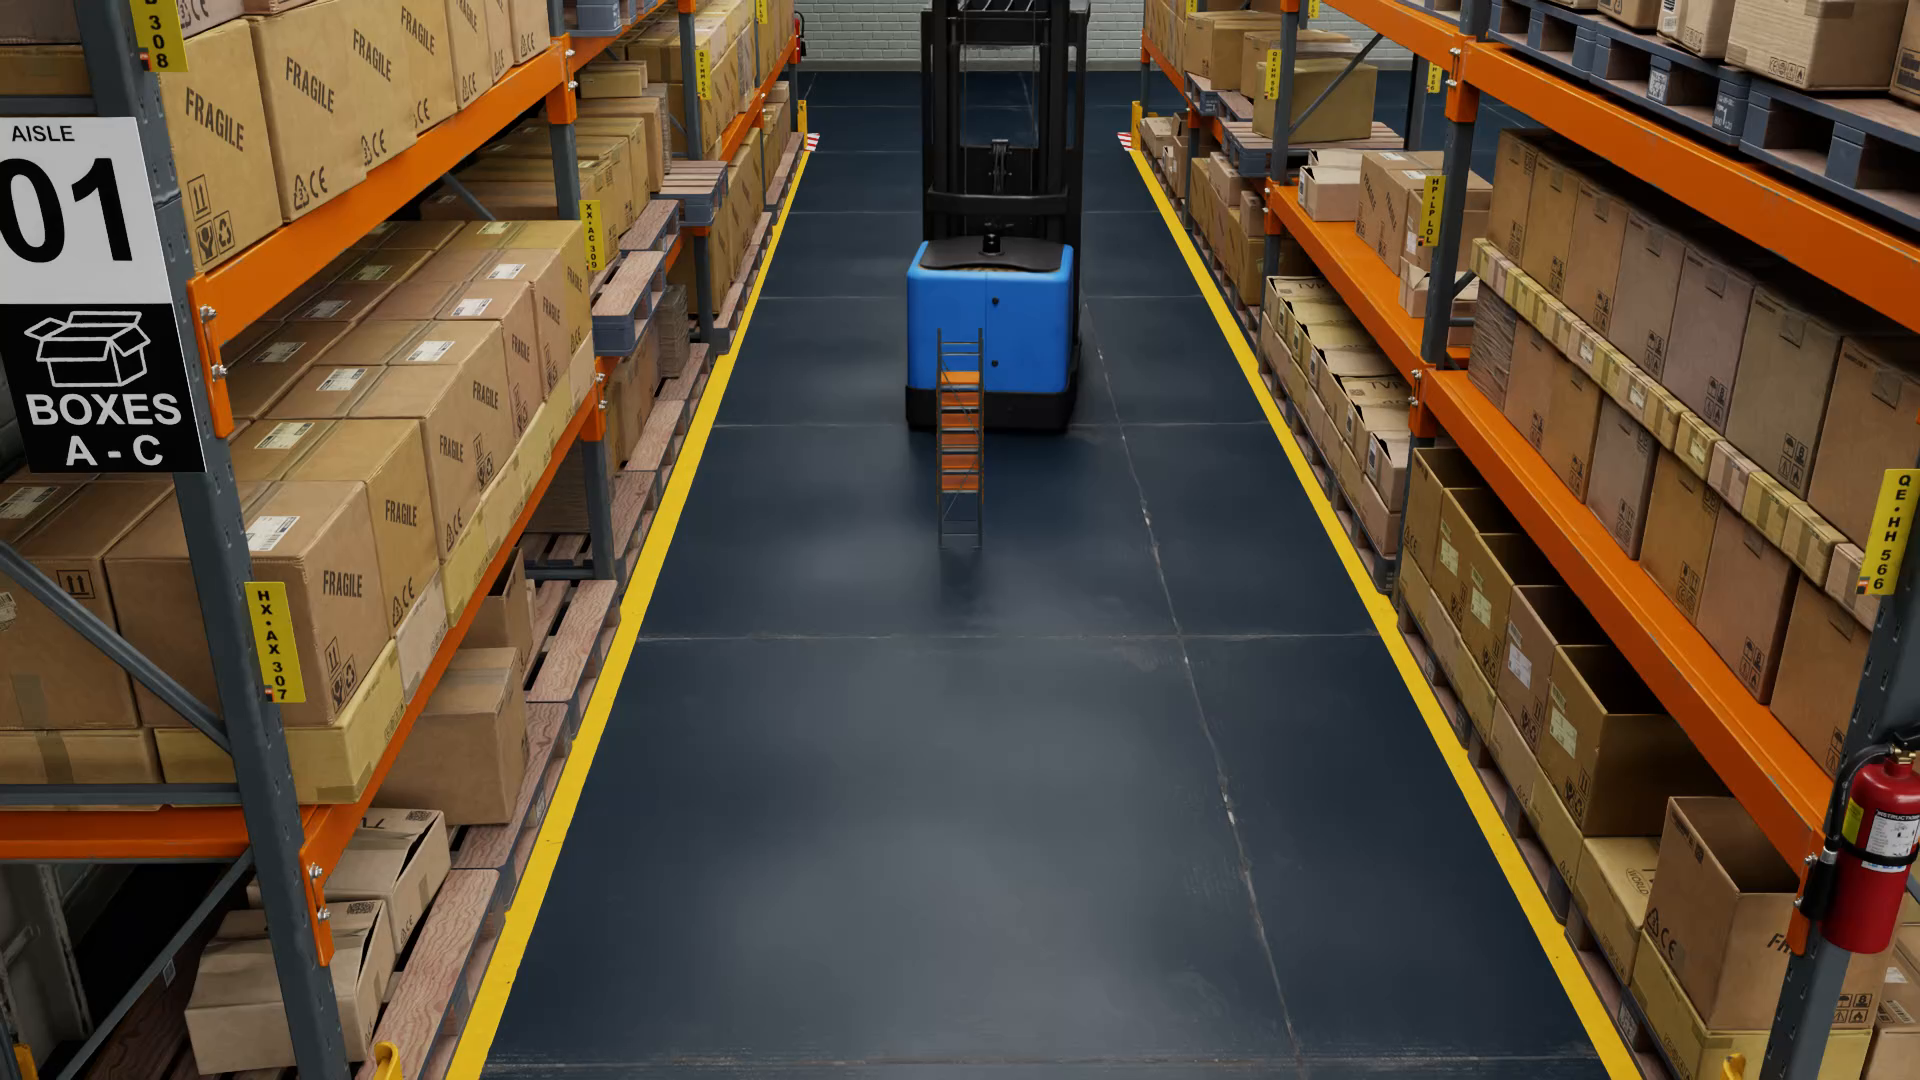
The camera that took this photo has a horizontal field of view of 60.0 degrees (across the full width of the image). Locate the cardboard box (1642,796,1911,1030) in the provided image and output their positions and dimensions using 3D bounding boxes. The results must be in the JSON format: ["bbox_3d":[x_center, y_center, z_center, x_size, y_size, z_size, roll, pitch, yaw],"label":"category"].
[{"bbox_3d":[2.454,1.122,5.046,0.500,0.500,0.500,0,24,-1],"label":"cardboard box"}]

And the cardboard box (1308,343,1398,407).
[{"bbox_3d":[2.406,-1.013,9.996,0.500,0.311,0.500,-1,24,-1],"label":"cardboard box"}]

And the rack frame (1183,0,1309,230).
[{"bbox_3d":[2.626,-4.323,15.168,1.000,3.000,0.127,0,24,-1],"label":"rack frame"}]

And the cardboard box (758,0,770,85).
[{"bbox_3d":[-2.317,-4.659,15.548,0.980,0.700,0.700,0,24,0],"label":"cardboard box"}]

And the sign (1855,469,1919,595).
[{"bbox_3d":[2.214,-0.017,3.954,0.100,0.325,0.005,0,24,-1],"label":"sign"}]

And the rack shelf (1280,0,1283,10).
[{"bbox_3d":[2.648,-4.538,12.876,1.077,0.370,4.000,0,24,-1],"label":"rack shelf"}]

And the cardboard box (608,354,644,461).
[{"bbox_3d":[-2.286,-0.790,9.857,0.700,0.500,0.500,0,24,0],"label":"cardboard box"}]

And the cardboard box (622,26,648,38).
[{"bbox_3d":[-2.550,-3.582,12.113,0.500,0.250,0.500,-1,24,-2],"label":"cardboard box"}]

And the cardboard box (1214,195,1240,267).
[{"bbox_3d":[2.408,-2.550,13.747,0.500,0.500,0.500,-1,24,-3],"label":"cardboard box"}]

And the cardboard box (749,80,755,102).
[{"bbox_3d":[-2.014,-3.952,14.628,0.380,0.149,0.250,0,24,0],"label":"cardboard box"}]

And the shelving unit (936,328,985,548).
[{"bbox_3d":[0.000,-0.541,8.990,0.258,1.200,0.189,0,24,-1],"label":"shelving unit"}]

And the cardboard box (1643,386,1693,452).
[{"bbox_3d":[2.547,-0.409,5.606,0.380,0.149,0.250,0,24,1],"label":"cardboard box"}]

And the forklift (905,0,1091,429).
[{"bbox_3d":[0.313,-2.618,11.481,1.130,2.935,3.031,2,24,5],"label":"forklift"}]

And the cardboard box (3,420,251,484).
[{"bbox_3d":[-2.410,-0.037,4.940,0.500,0.500,0.500,0,24,0],"label":"cardboard box"}]

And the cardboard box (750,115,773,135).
[{"bbox_3d":[-2.054,-4.097,16.406,0.380,0.149,0.250,1,24,1],"label":"cardboard box"}]

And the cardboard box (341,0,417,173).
[{"bbox_3d":[-1.930,-1.350,4.809,0.500,0.500,0.500,1,24,2],"label":"cardboard box"}]

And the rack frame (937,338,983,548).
[{"bbox_3d":[0.001,-0.503,8.906,0.240,1.200,0.006,0,24,-1],"label":"rack frame"}]

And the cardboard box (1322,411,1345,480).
[{"bbox_3d":[2.409,-0.554,9.661,0.500,0.250,0.500,0,24,1],"label":"cardboard box"}]

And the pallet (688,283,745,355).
[{"bbox_3d":[-2.217,-1.705,12.764,1.003,0.211,1.213,0,24,-1],"label":"pallet"}]

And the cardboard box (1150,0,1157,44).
[{"bbox_3d":[2.335,-5.620,17.915,0.500,0.500,0.500,0,24,-1],"label":"cardboard box"}]

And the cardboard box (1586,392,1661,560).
[{"bbox_3d":[2.745,-0.254,6.050,0.700,0.500,0.500,0,24,1],"label":"cardboard box"}]

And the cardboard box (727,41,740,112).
[{"bbox_3d":[-2.047,-3.677,13.233,0.500,0.500,0.500,0,24,1],"label":"cardboard box"}]

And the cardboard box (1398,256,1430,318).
[{"bbox_3d":[2.520,-1.326,8.706,0.396,0.266,0.258,-1,24,-2],"label":"cardboard box"}]

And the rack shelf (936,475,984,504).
[{"bbox_3d":[0.000,-0.282,9.107,0.258,0.103,0.180,0,24,-1],"label":"rack shelf"}]

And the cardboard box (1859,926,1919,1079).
[{"bbox_3d":[2.974,1.462,5.205,0.500,0.250,0.500,0,24,-1],"label":"cardboard box"}]

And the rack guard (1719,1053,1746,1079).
[{"bbox_3d":[2.757,1.771,4.728,1.175,0.500,0.348,0,24,-1],"label":"rack guard"}]

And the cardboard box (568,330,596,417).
[{"bbox_3d":[-1.932,-0.749,7.425,0.500,0.250,0.500,0,24,0],"label":"cardboard box"}]

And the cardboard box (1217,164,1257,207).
[{"bbox_3d":[2.405,-2.907,13.626,0.500,0.250,0.500,-1,24,-2],"label":"cardboard box"}]

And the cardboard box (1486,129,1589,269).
[{"bbox_3d":[2.725,-1.480,7.187,0.700,0.500,0.500,0,24,0],"label":"cardboard box"}]

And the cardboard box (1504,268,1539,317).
[{"bbox_3d":[2.530,-1.046,7.014,0.380,0.149,0.250,-1,24,-2],"label":"cardboard box"}]

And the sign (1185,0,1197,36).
[{"bbox_3d":[2.084,-4.712,14.977,0.100,0.325,0.005,0,24,-1],"label":"sign"}]

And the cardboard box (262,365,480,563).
[{"bbox_3d":[-1.896,-0.251,5.413,0.500,0.500,0.500,-1,24,-2],"label":"cardboard box"}]

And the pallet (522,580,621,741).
[{"bbox_3d":[-2.197,0.545,7.789,1.003,0.211,1.213,0,24,-1],"label":"pallet"}]

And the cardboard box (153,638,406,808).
[{"bbox_3d":[-1.884,0.503,4.657,0.500,0.250,0.500,-1,24,-2],"label":"cardboard box"}]

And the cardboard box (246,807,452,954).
[{"bbox_3d":[-2.120,1.150,5.796,0.500,0.311,0.500,2,24,4],"label":"cardboard box"}]

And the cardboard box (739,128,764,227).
[{"bbox_3d":[-2.190,-3.244,14.881,0.750,0.750,0.750,0,24,0],"label":"cardboard box"}]

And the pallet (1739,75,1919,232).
[{"bbox_3d":[2.775,-0.996,4.279,1.003,0.211,1.213,0,24,-1],"label":"pallet"}]

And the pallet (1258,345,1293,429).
[{"bbox_3d":[2.640,-1.065,11.348,1.003,0.211,1.213,0,24,-1],"label":"pallet"}]

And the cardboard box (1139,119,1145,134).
[{"bbox_3d":[2.243,-4.698,18.924,0.380,0.149,0.250,0,24,-1],"label":"cardboard box"}]

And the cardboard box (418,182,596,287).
[{"bbox_3d":[-2.211,-1.458,8.179,0.700,0.500,0.500,0,24,0],"label":"cardboard box"}]

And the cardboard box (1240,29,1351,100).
[{"bbox_3d":[2.707,-3.832,13.452,0.700,0.500,0.500,-6,25,-14],"label":"cardboard box"}]

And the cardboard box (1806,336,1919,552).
[{"bbox_3d":[2.764,-0.229,4.420,0.700,0.500,0.500,0,24,0],"label":"cardboard box"}]

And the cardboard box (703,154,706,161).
[{"bbox_3d":[-2.050,-2.786,12.050,0.380,0.149,0.250,0,24,0],"label":"cardboard box"}]

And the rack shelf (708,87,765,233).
[{"bbox_3d":[-2.305,-3.147,13.441,1.077,0.370,4.000,0,24,-1],"label":"rack shelf"}]

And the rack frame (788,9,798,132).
[{"bbox_3d":[-2.371,-5.947,18.759,1.000,3.000,0.127,0,24,-1],"label":"rack frame"}]

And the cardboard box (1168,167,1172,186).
[{"bbox_3d":[2.272,-3.612,16.522,0.380,0.149,0.250,0,24,-1],"label":"cardboard box"}]

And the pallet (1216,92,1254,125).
[{"bbox_3d":[2.644,-3.388,13.335,1.003,0.211,1.213,0,24,-1],"label":"pallet"}]

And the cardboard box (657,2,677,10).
[{"bbox_3d":[-2.560,-4.218,13.520,0.500,0.250,0.500,-1,24,-2],"label":"cardboard box"}]

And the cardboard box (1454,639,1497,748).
[{"bbox_3d":[2.416,0.640,7.022,0.500,0.250,0.500,0,24,-1],"label":"cardboard box"}]

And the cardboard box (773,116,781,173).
[{"bbox_3d":[-2.238,-4.078,17.151,0.700,0.500,0.500,0,24,1],"label":"cardboard box"}]

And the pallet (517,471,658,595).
[{"bbox_3d":[-2.250,-0.053,9.110,1.003,0.211,1.213,0,24,-1],"label":"pallet"}]
